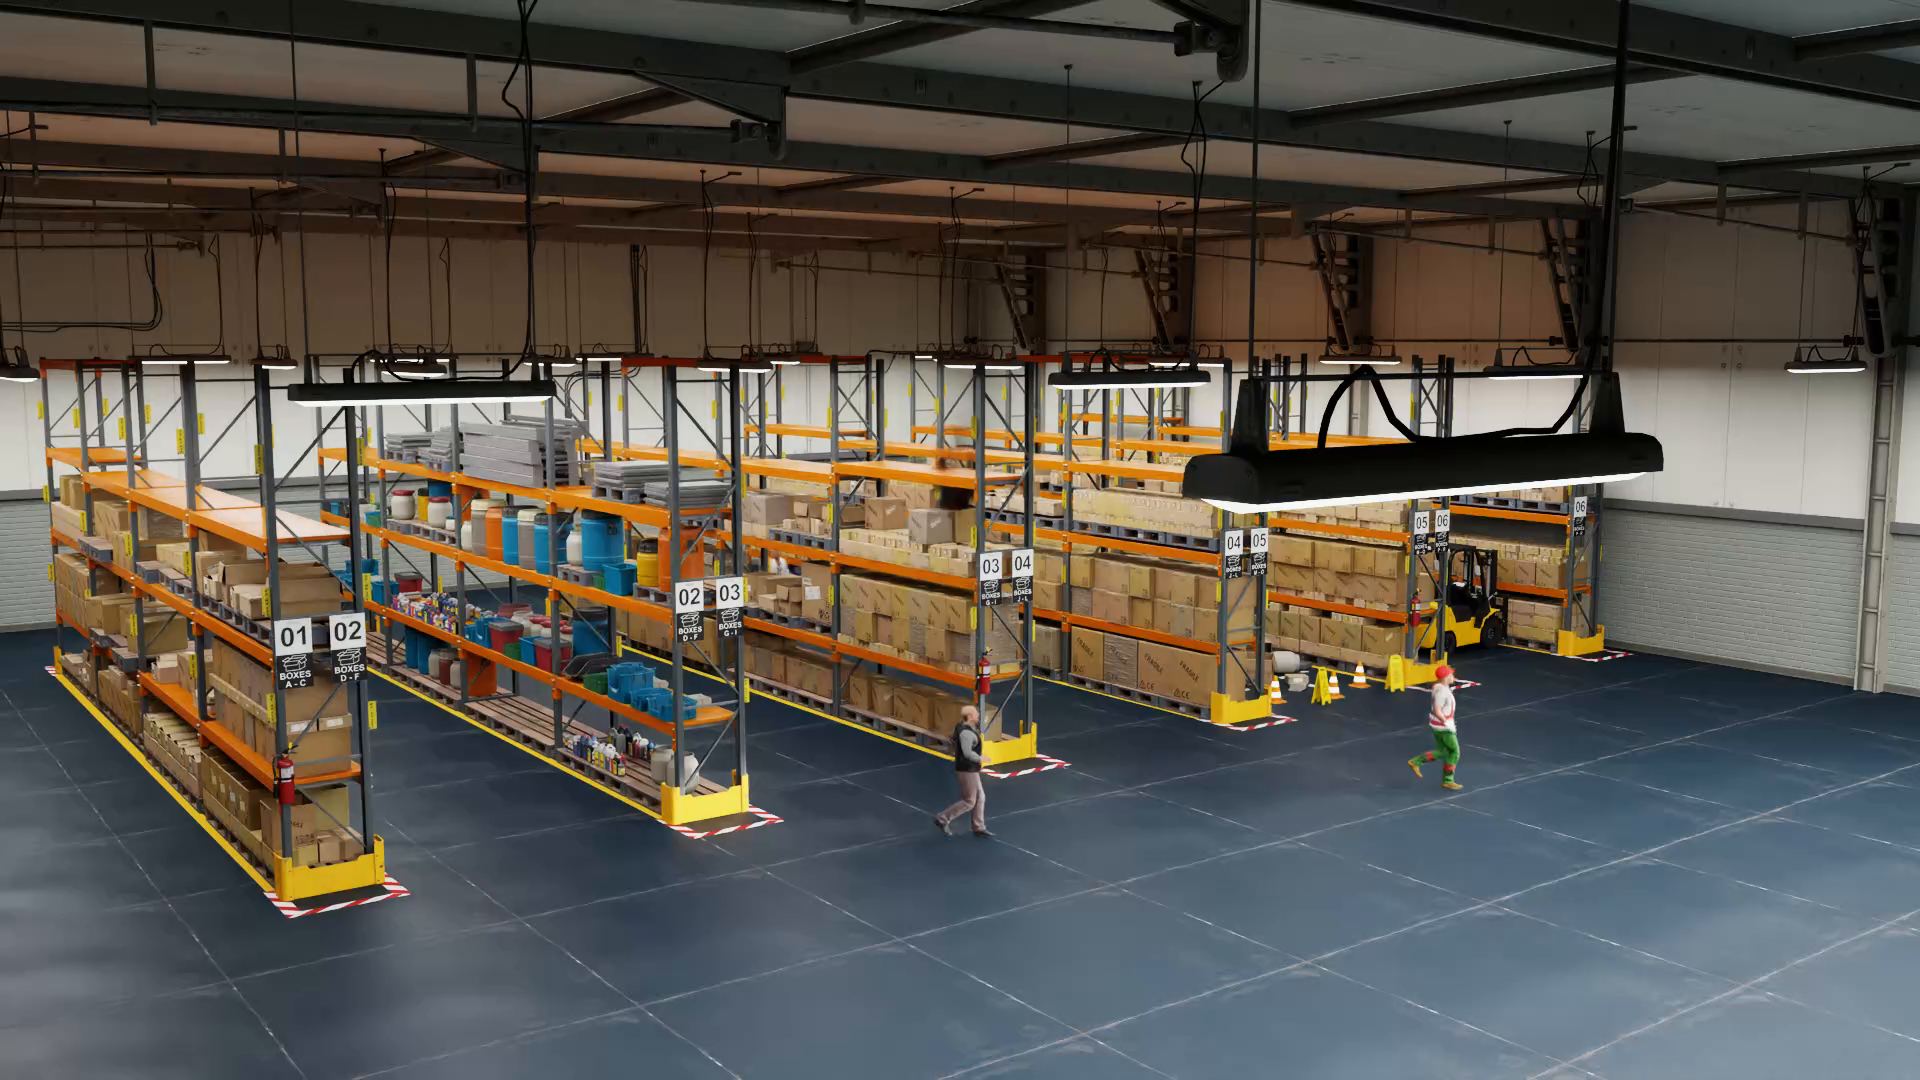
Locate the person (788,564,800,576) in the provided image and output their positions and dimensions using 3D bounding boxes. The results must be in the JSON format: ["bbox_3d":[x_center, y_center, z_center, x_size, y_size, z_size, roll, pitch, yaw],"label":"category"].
[{"bbox_3d":[-4.364,0.509,41.799,0.808,1.689,0.671,2,7,13],"label":"person"}]

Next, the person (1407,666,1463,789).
[{"bbox_3d":[6.754,2.646,23.556,0.767,1.760,0.678,1,7,5],"label":"person"}]

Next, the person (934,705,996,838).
[{"bbox_3d":[0.077,2.955,21.137,0.790,1.730,0.683,-1,7,-6],"label":"person"}]

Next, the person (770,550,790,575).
[{"bbox_3d":[-4.099,1.130,37.012,0.705,1.573,0.743,-5,8,-36],"label":"person"}]
